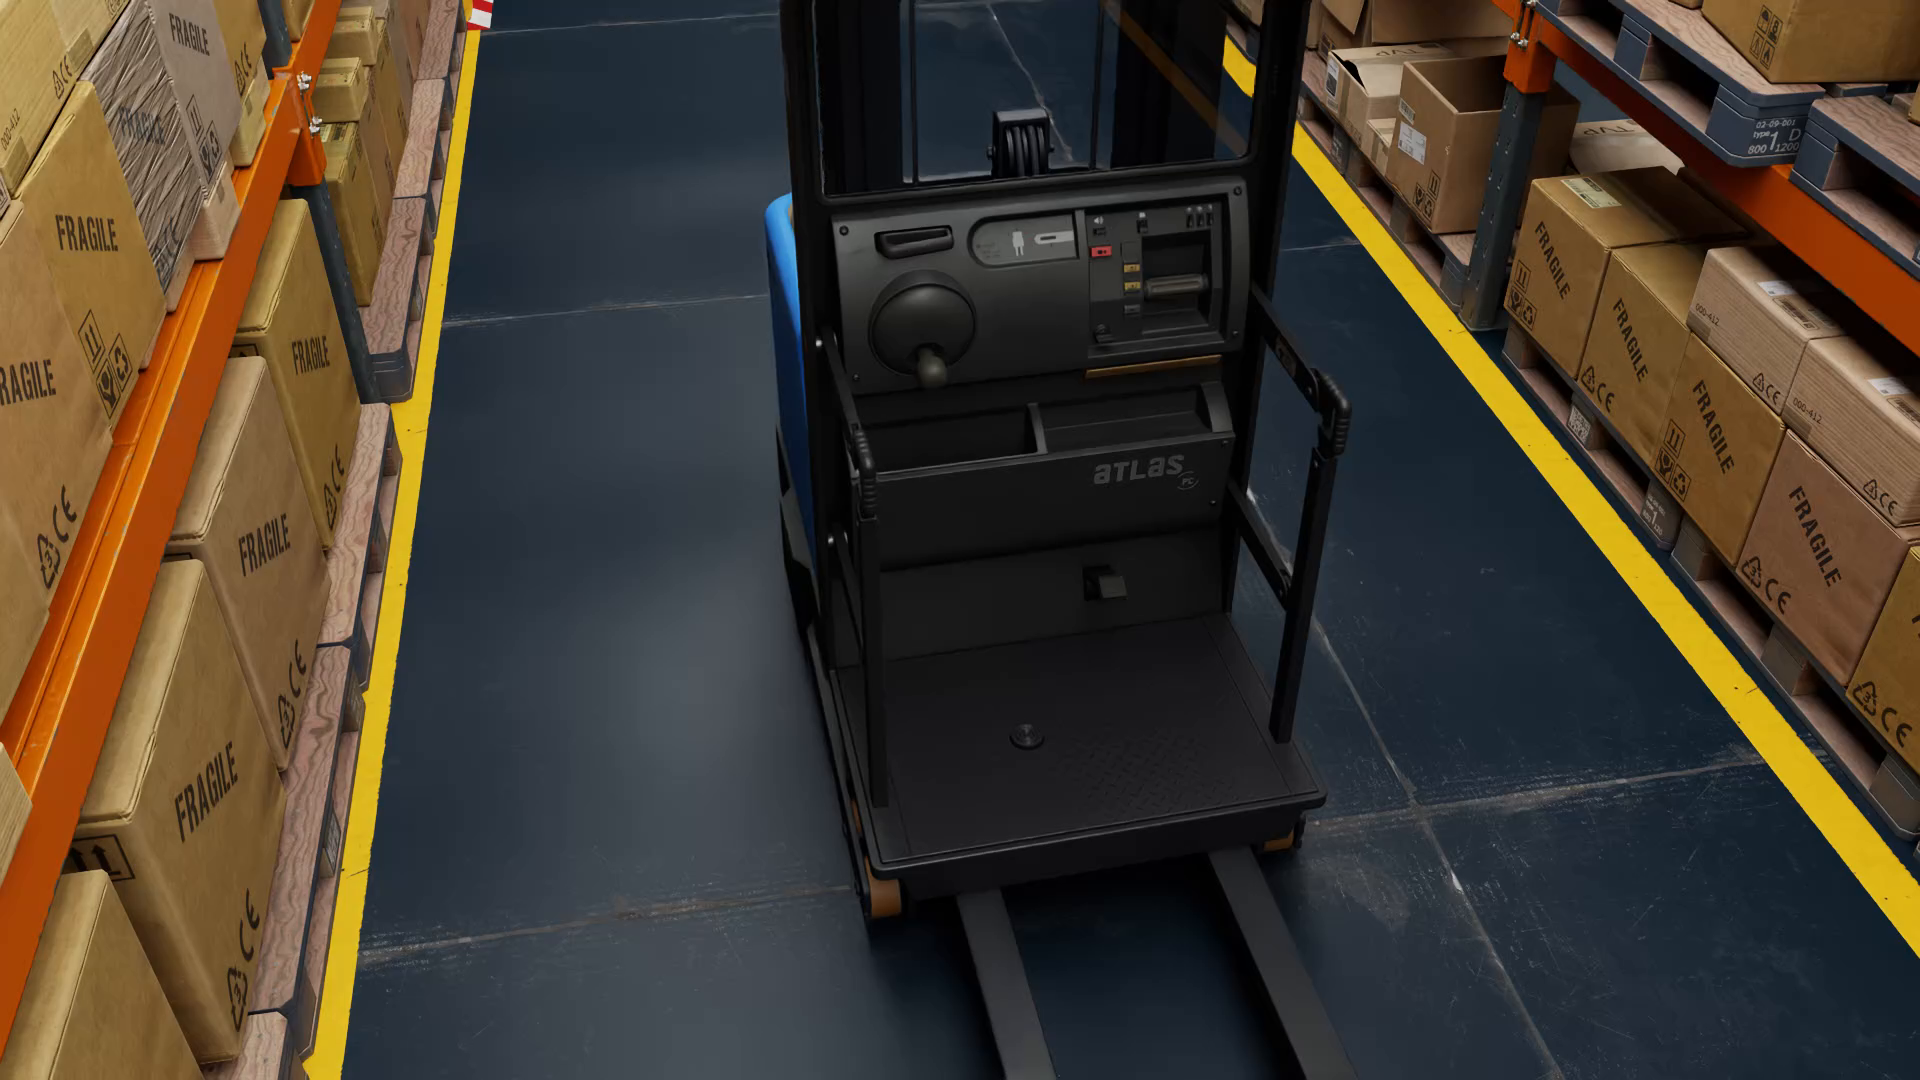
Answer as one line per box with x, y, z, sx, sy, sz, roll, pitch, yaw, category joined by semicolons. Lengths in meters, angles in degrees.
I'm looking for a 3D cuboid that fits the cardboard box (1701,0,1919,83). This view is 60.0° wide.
2.444;-1.535;4.358;0.700;0.500;0.500;-1;38;-1;cardboard box

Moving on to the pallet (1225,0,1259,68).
1.851;-2.836;8.729;1.003;0.211;1.213;-6;38;-8;pallet

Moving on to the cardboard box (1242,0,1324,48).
1.689;-2.590;8.021;0.500;0.250;0.500;-6;38;-8;cardboard box

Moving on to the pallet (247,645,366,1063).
-2.051;0.784;4.069;1.003;0.211;1.213;-6;38;-8;pallet

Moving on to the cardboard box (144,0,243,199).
-2.049;-1.120;3.906;0.500;0.500;0.500;-6;38;-8;cardboard box

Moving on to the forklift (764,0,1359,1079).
0.236;-0.490;3.492;1.130;2.935;3.031;-8;38;-10;forklift

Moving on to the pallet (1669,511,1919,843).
2.796;0.278;4.720;1.003;0.211;1.213;-6;38;-8;pallet

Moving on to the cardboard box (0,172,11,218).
-1.789;-0.487;2.480;0.500;0.250;0.500;-6;38;-8;cardboard box

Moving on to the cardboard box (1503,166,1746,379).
2.243;-0.917;5.664;0.500;0.500;0.500;-8;39;-10;cardboard box

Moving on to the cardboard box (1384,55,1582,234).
2.019;-1.549;6.478;0.500;0.500;0.500;-6;38;-8;cardboard box

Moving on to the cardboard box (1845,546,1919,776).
2.614;0.328;4.061;0.500;0.500;0.500;-8;38;-10;cardboard box

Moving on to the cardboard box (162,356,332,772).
-2.077;0.084;4.106;0.750;0.750;0.750;-5;38;-7;cardboard box

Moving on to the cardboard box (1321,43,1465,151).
1.888;-1.927;7.119;0.500;0.311;0.500;-6;38;-8;cardboard box

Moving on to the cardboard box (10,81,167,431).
-1.877;-0.514;3.127;0.500;0.500;0.500;-5;38;-7;cardboard box

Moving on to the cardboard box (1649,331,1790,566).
2.428;-0.293;4.862;0.500;0.500;0.500;-6;38;-7;cardboard box

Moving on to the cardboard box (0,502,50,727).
-1.692;0.099;2.337;0.500;0.500;0.500;-5;38;-6;cardboard box

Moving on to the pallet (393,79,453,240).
-2.751;-1.619;7.162;1.003;0.211;1.213;-6;38;-8;pallet

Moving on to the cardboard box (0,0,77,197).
-1.884;-0.795;2.876;0.500;0.250;0.500;-7;38;-9;cardboard box

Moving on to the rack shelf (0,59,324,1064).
-2.127;-0.022;3.419;1.077;0.370;4.000;-6;38;-8;rack shelf

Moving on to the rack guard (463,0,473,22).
-3.183;-2.957;8.649;1.175;0.500;0.348;-6;38;-8;rack guard

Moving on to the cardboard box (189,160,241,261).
-1.967;-0.784;4.003;0.380;0.149;0.250;-6;38;-8;cardboard box

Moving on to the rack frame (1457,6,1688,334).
2.399;-2.049;5.442;1.000;3.000;0.127;-6;38;-8;rack frame

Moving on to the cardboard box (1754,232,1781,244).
2.846;-0.669;5.345;0.500;0.500;0.500;-6;38;-8;cardboard box

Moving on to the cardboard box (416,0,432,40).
-2.958;-2.696;7.971;0.700;0.500;0.500;-6;38;-8;cardboard box

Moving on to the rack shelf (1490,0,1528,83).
2.048;-2.973;7.218;1.077;0.370;4.000;-6;38;-8;rack shelf

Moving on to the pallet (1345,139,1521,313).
2.279;-1.362;6.832;1.003;0.211;1.213;-6;38;-8;pallet

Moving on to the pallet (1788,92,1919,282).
2.754;-0.731;3.903;1.003;0.211;1.213;-6;38;-8;pallet

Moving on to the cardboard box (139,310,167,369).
-1.960;-0.477;3.607;0.380;0.149;0.250;-7;38;-9;cardboard box

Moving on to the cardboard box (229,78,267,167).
-2.072;-1.099;4.408;0.380;0.149;0.250;-6;38;-7;cardboard box

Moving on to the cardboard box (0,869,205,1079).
-1.776;1.127;2.764;0.750;0.750;0.750;-7;38;-9;cardboard box

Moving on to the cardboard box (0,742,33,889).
-1.605;0.447;2.418;0.380;0.149;0.250;-5;38;-7;cardboard box

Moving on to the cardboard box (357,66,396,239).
-2.593;-1.459;6.378;0.700;0.500;0.500;-7;38;-8;cardboard box

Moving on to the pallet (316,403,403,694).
-2.268;0.045;5.020;1.003;0.211;1.213;-6;38;-8;pallet

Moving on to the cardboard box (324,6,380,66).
-2.480;-1.953;6.485;0.380;0.149;0.250;-7;38;-9;cardboard box

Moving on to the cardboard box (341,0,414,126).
-2.781;-2.091;7.191;0.700;0.500;0.500;-7;38;-9;cardboard box

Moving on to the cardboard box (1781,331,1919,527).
2.507;-0.306;4.267;0.500;0.250;0.500;-7;38;-9;cardboard box
